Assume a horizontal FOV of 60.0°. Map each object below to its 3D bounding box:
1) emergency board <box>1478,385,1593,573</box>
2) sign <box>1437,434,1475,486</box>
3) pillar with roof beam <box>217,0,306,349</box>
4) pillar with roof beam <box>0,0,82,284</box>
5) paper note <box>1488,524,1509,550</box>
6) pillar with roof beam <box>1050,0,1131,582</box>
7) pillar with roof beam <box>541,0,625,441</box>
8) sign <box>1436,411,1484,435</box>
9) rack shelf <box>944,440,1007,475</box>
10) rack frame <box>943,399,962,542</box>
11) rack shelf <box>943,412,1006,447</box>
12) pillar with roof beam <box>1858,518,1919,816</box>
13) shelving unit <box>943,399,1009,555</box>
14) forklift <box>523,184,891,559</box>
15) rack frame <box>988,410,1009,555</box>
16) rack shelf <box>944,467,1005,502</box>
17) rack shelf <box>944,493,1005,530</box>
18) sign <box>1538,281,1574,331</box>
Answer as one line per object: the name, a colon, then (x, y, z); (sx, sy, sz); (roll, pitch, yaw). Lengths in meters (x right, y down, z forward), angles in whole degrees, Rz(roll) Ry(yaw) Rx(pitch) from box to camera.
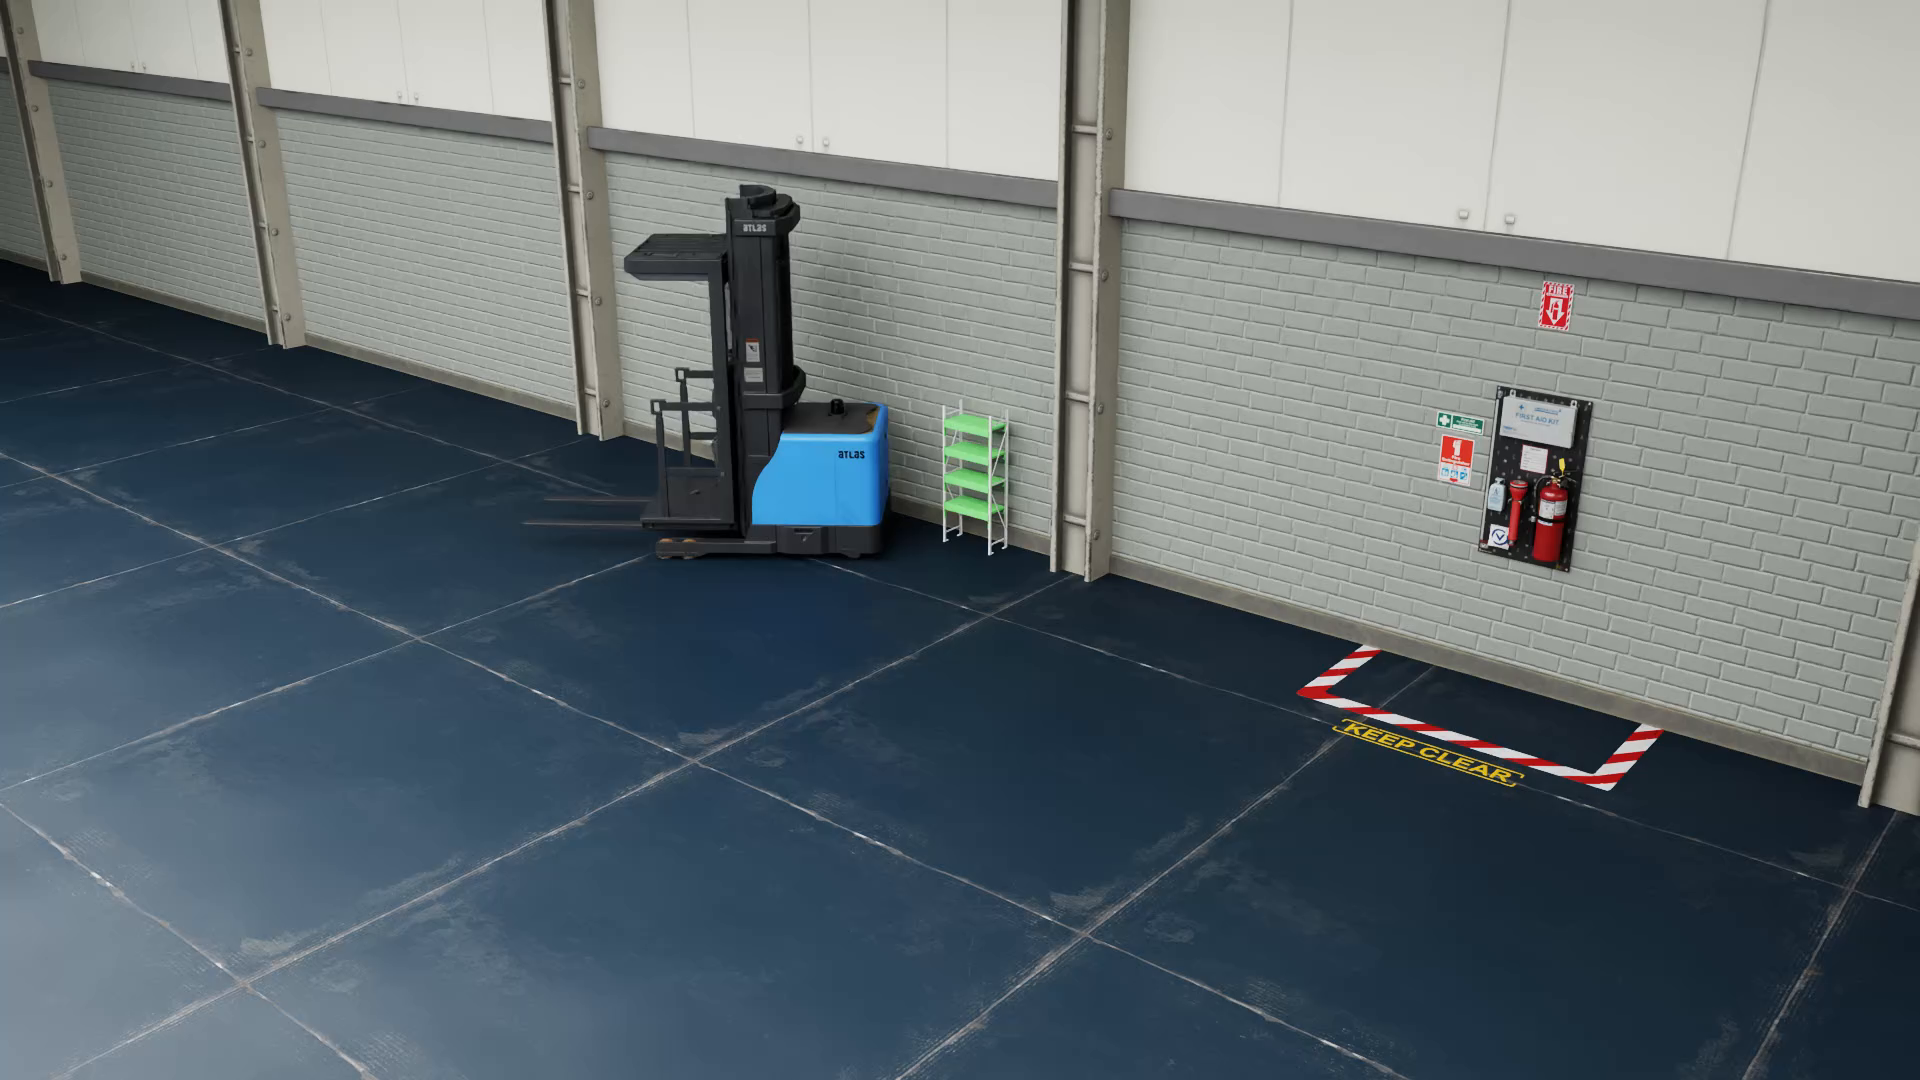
emergency board: (3.735, -0.375, 10.912); (0.643, 1.169, 0.194); (16, 26, 36)
sign: (3.372, -0.544, 11.308); (0.234, 0.329, 0.001); (16, 26, 36)
pillar with roof beam: (-11.042, -5.460, 15.893); (0.400, 9.000, 9.100); (16, 26, 36)
pillar with roof beam: (-15.690, -6.798, 19.442); (0.400, 9.000, 9.100); (16, 26, 36)
paper note: (3.642, -0.021, 11.222); (0.142, 0.148, 0.016); (16, 26, 36)
pillar with roof beam: (-1.745, -2.782, 8.793); (0.400, 9.000, 9.100); (16, 26, 36)
pillar with roof beam: (-6.393, -4.121, 12.343); (0.400, 9.000, 9.100); (16, 26, 36)
sign: (3.370, -0.788, 11.205); (0.331, 0.109, 0.001); (16, 26, 36)
rack shelf: (0.128, -0.689, 13.796); (0.480, 0.148, 0.258); (16, 26, 36)
rack frame: (-0.061, -0.579, 14.003); (0.015, 1.200, 0.240); (16, 26, 36)
rack shelf: (0.128, -0.914, 13.712); (0.480, 0.148, 0.258); (16, 26, 36)
pillar with roof beam: (2.903, -1.444, 5.243); (0.400, 9.000, 9.100); (16, 26, 36)
shelving unit: (0.128, -0.524, 13.859); (0.503, 1.200, 0.258); (16, 26, 36)
forklift: (-2.132, -1.397, 13.718); (3.031, 2.935, 1.130); (1, 21, 2)
rack frame: (0.317, -0.470, 13.714); (0.015, 1.200, 0.240); (16, 26, 36)
rack shelf: (0.128, -0.465, 13.881); (0.480, 0.148, 0.258); (16, 26, 36)
rack shelf: (0.128, -0.240, 13.966); (0.480, 0.148, 0.258); (16, 26, 36)
sign: (3.792, -1.489, 10.580); (0.199, 0.298, 0.001); (16, 26, 36)
